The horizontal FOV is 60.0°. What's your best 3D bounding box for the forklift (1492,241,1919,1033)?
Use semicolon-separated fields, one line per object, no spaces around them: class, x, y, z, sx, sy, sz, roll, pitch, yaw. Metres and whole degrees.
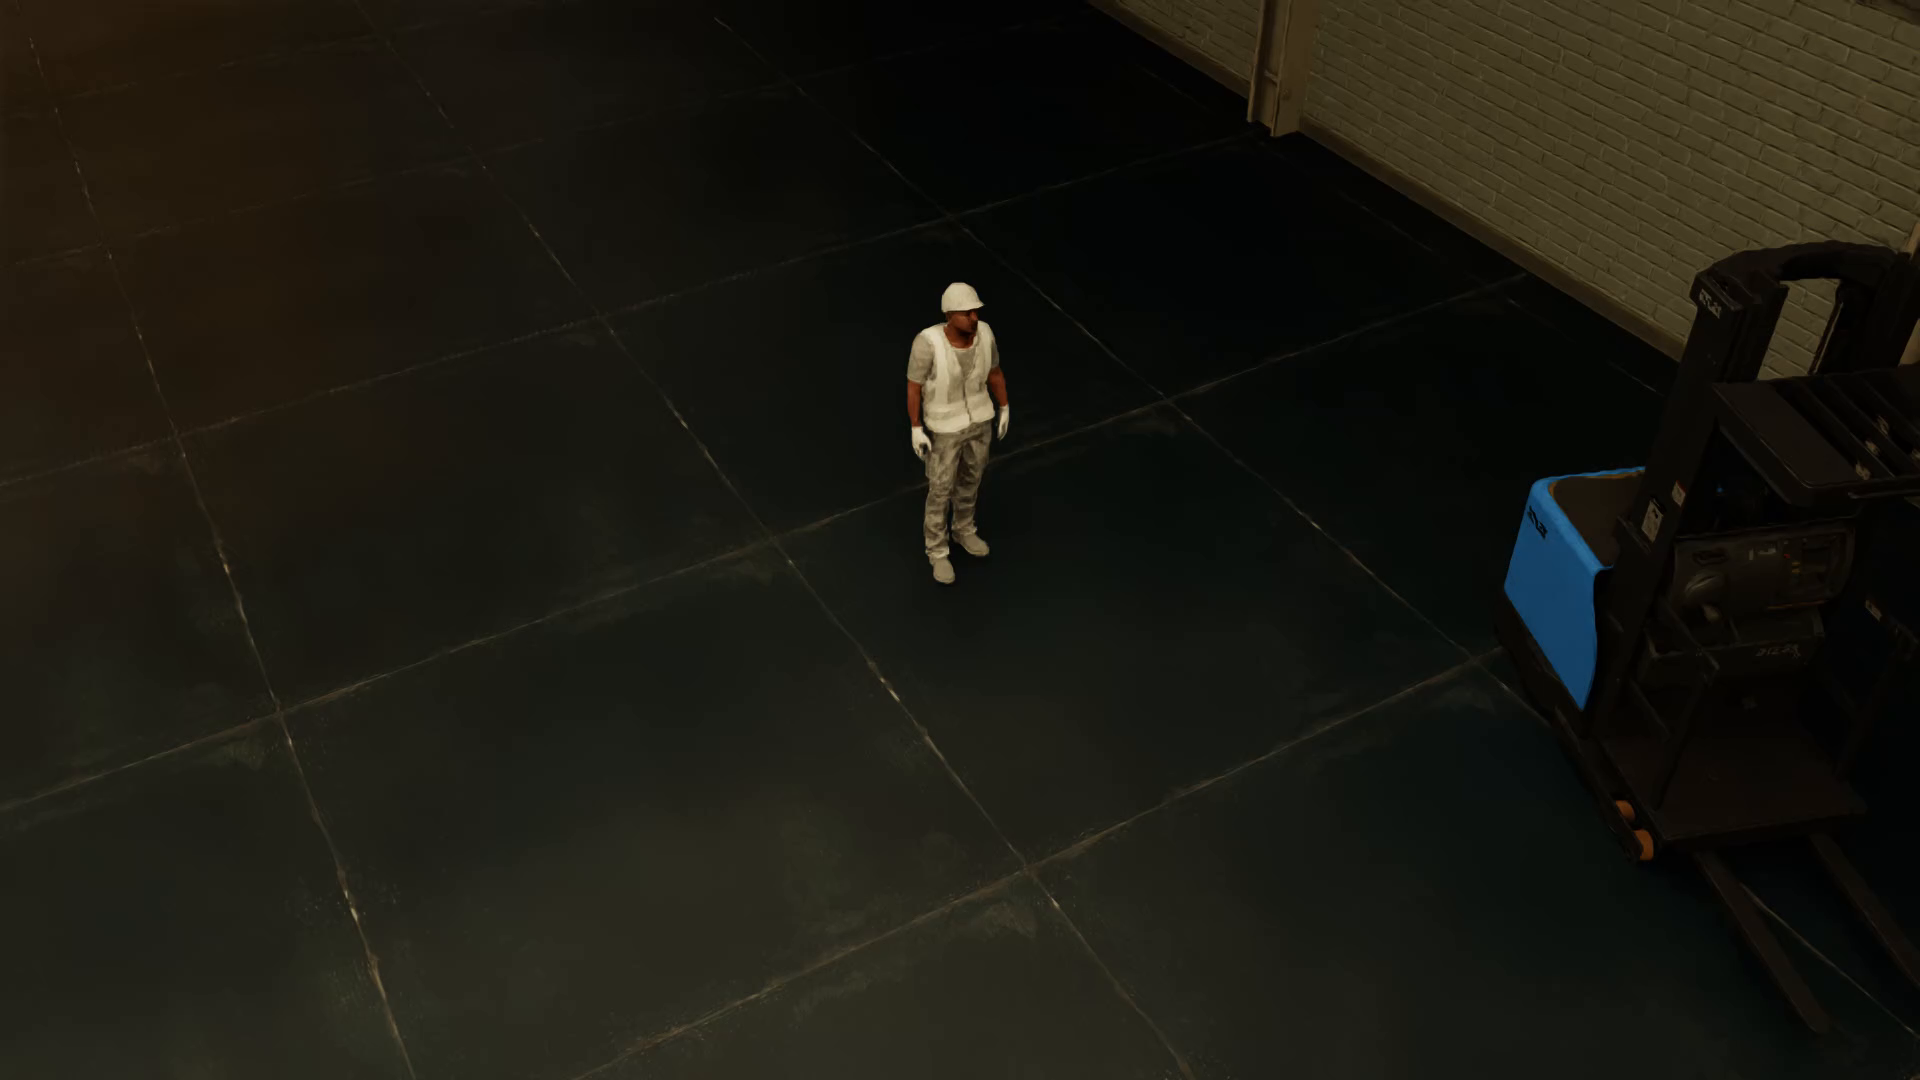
forklift;3.857;0.235;7.753;1.130;2.935;3.031;-7;40;-8

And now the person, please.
person;0.029;-0.649;9.707;0.655;1.782;0.576;-20;44;-23
